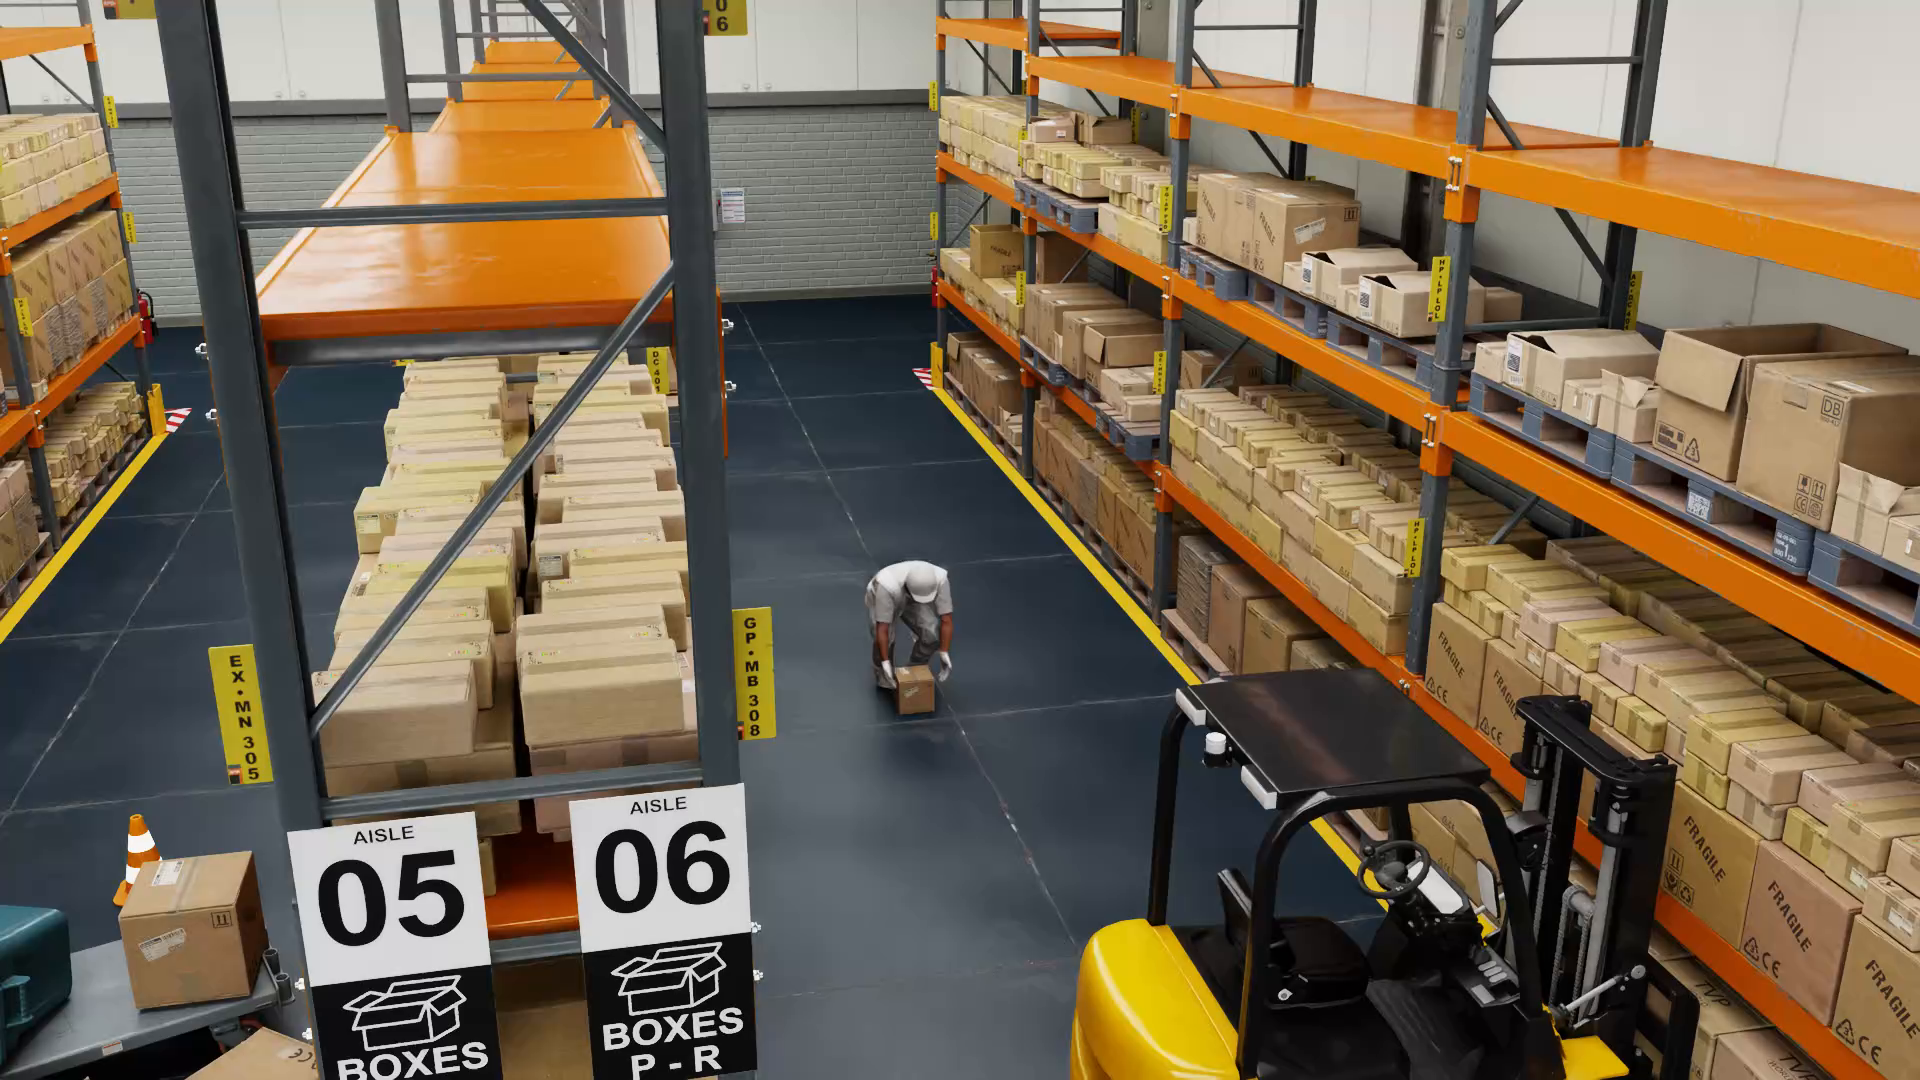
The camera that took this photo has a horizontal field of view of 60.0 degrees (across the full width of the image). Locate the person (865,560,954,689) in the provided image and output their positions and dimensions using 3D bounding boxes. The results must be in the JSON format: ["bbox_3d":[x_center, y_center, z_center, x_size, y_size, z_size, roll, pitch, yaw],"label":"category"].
[{"bbox_3d":[-0.364,0.558,11.904,0.577,1.037,0.895,-5,20,-13],"label":"person"}]
